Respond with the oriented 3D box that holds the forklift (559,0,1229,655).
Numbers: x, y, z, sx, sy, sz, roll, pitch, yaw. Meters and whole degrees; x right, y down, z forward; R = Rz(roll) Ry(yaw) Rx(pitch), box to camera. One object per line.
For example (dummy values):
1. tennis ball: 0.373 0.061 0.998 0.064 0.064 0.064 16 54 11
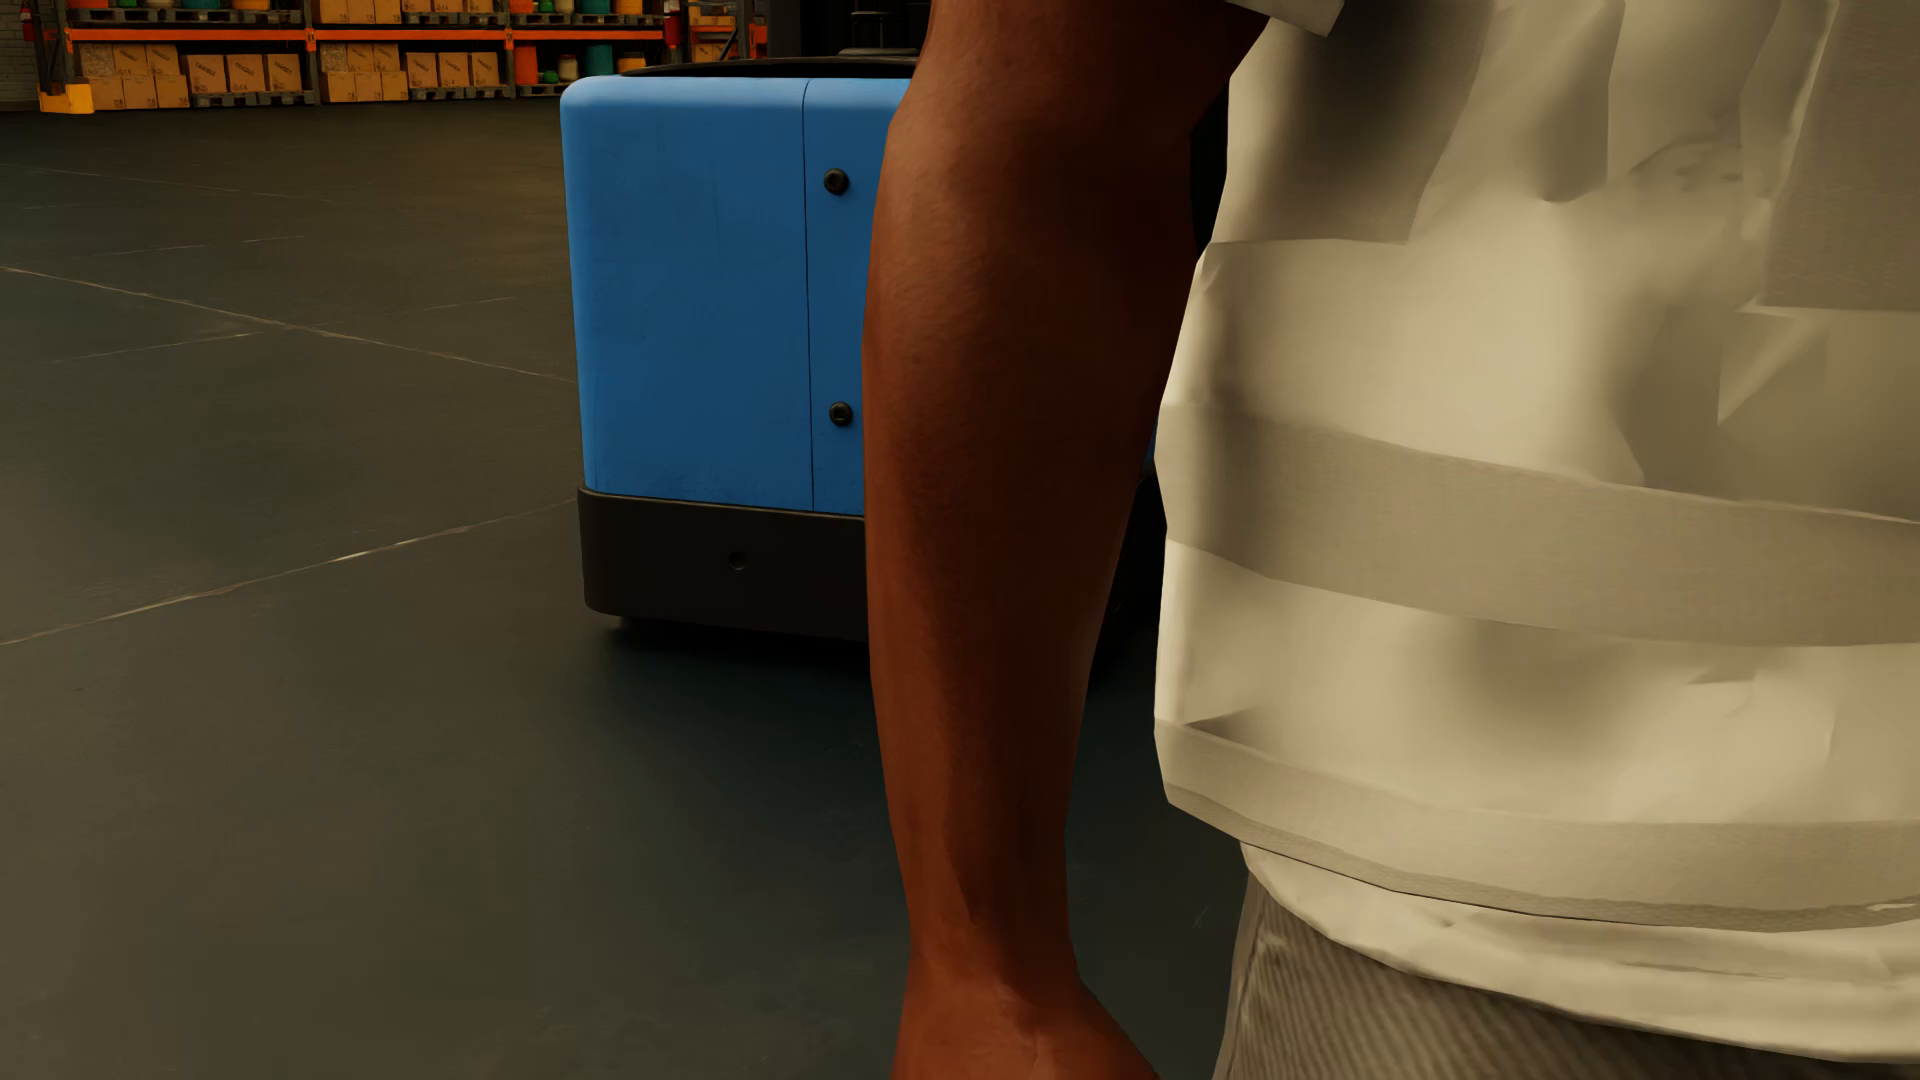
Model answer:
1. forklift: 0.182 -1.571 4.072 1.130 2.935 3.031 5 18 17
